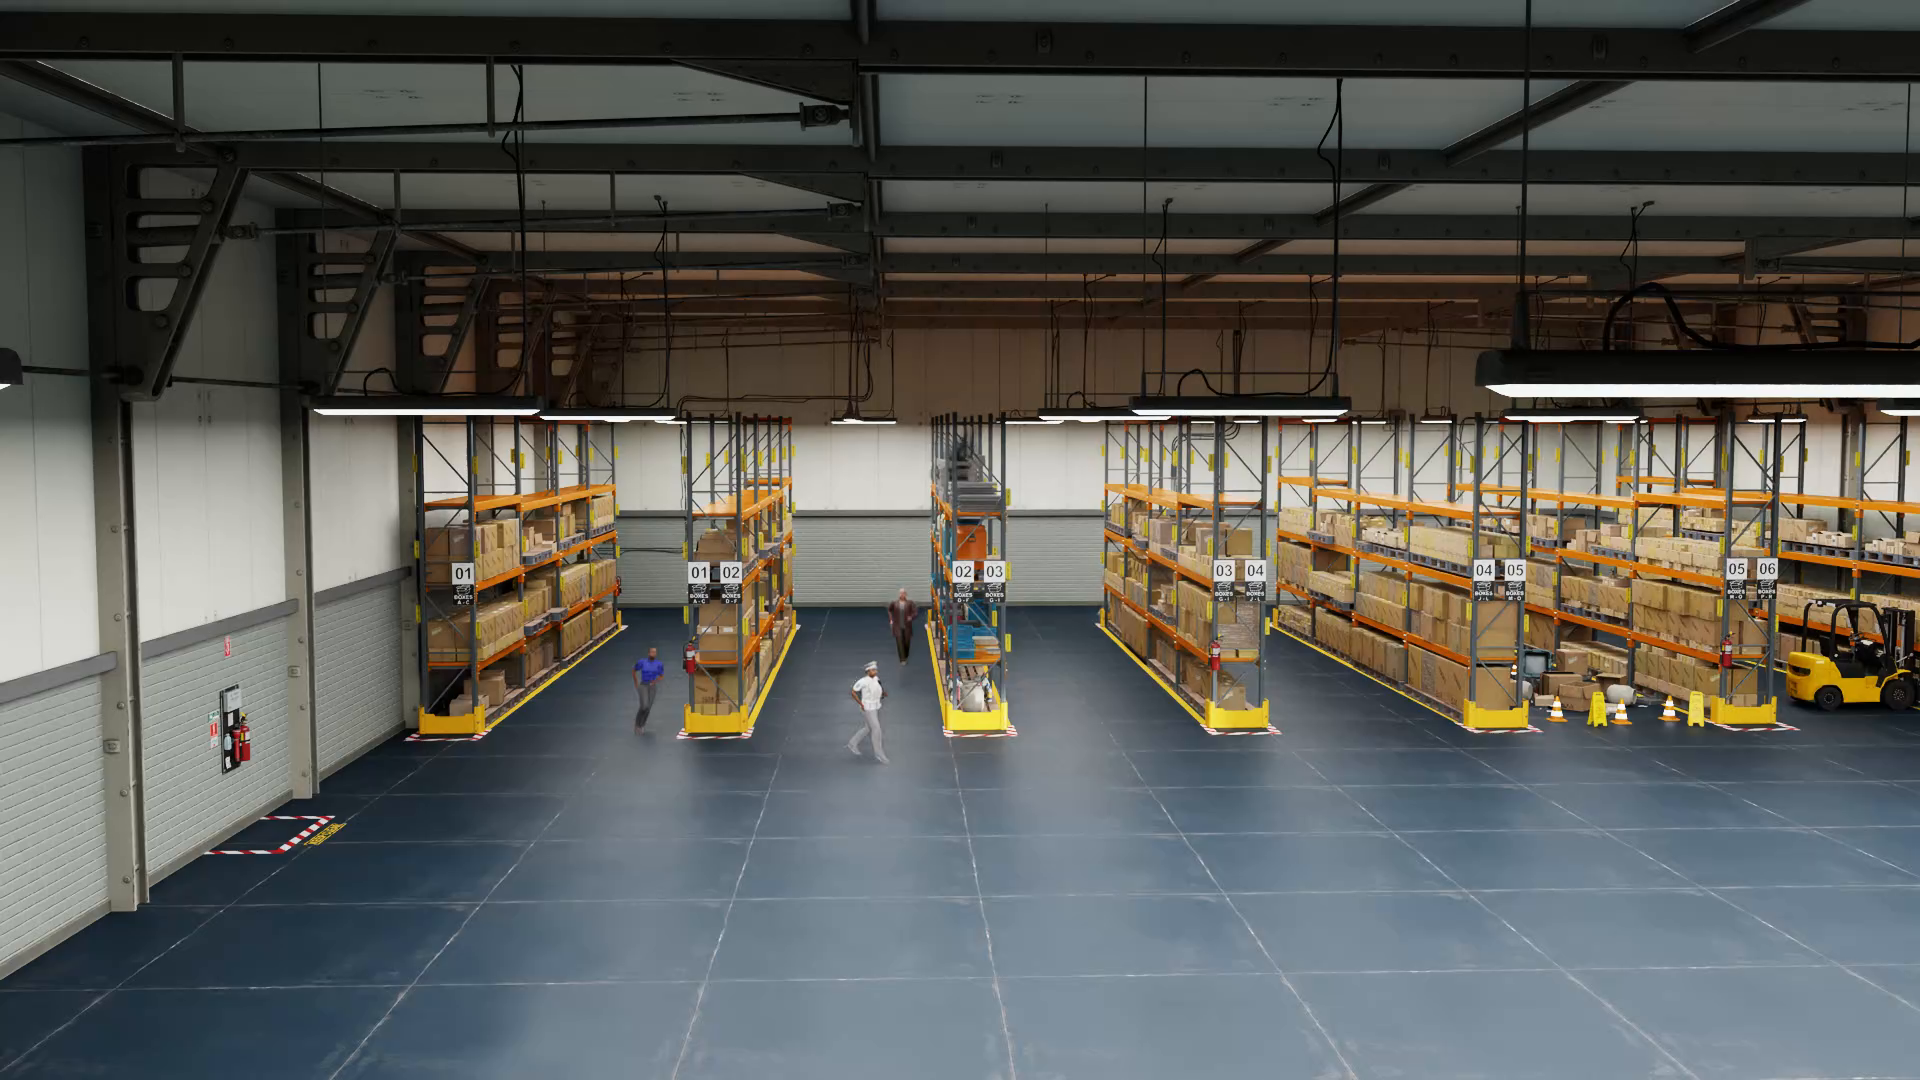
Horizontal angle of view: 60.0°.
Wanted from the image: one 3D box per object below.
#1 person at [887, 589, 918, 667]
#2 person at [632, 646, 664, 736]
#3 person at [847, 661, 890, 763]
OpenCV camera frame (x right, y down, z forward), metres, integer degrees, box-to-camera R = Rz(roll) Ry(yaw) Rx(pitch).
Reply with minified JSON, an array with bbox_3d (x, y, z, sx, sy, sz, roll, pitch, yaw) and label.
[{"bbox_3d":[-1.310,1.986,37.796,0.709,1.764,0.726,0,4,-1],"label":"person"},{"bbox_3d":[-5.816,2.812,31.023,0.585,1.659,0.621,-2,4,-25],"label":"person"},{"bbox_3d":[-1.559,2.931,28.601,0.866,1.730,0.561,2,4,28],"label":"person"}]
